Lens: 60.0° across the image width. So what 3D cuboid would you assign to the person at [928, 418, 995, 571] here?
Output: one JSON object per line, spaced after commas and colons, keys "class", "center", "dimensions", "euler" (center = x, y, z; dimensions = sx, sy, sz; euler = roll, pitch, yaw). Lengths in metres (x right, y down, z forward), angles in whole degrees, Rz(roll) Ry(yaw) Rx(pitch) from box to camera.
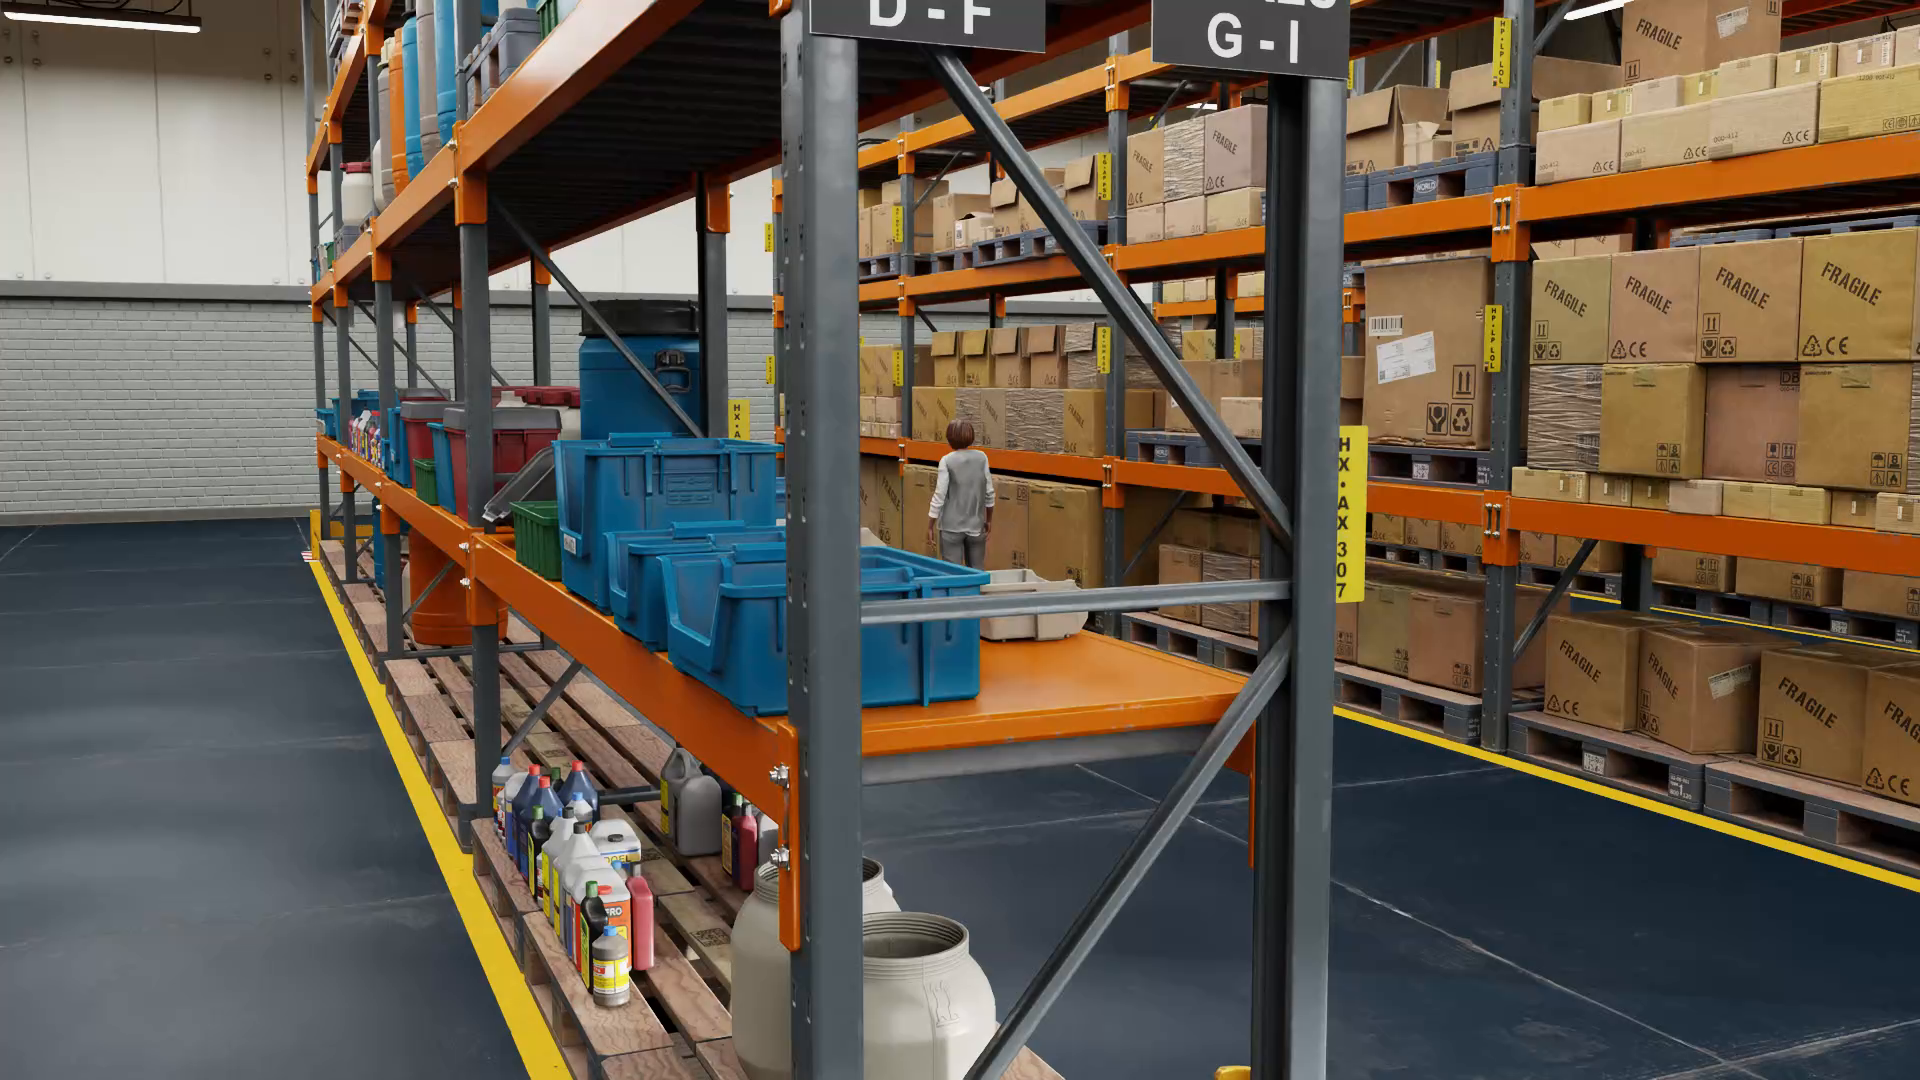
{"class": "person", "center": [-0.009, -0.071, 11.836], "dimensions": [0.520, 1.597, 0.475], "euler": [-2, 6, -24]}
